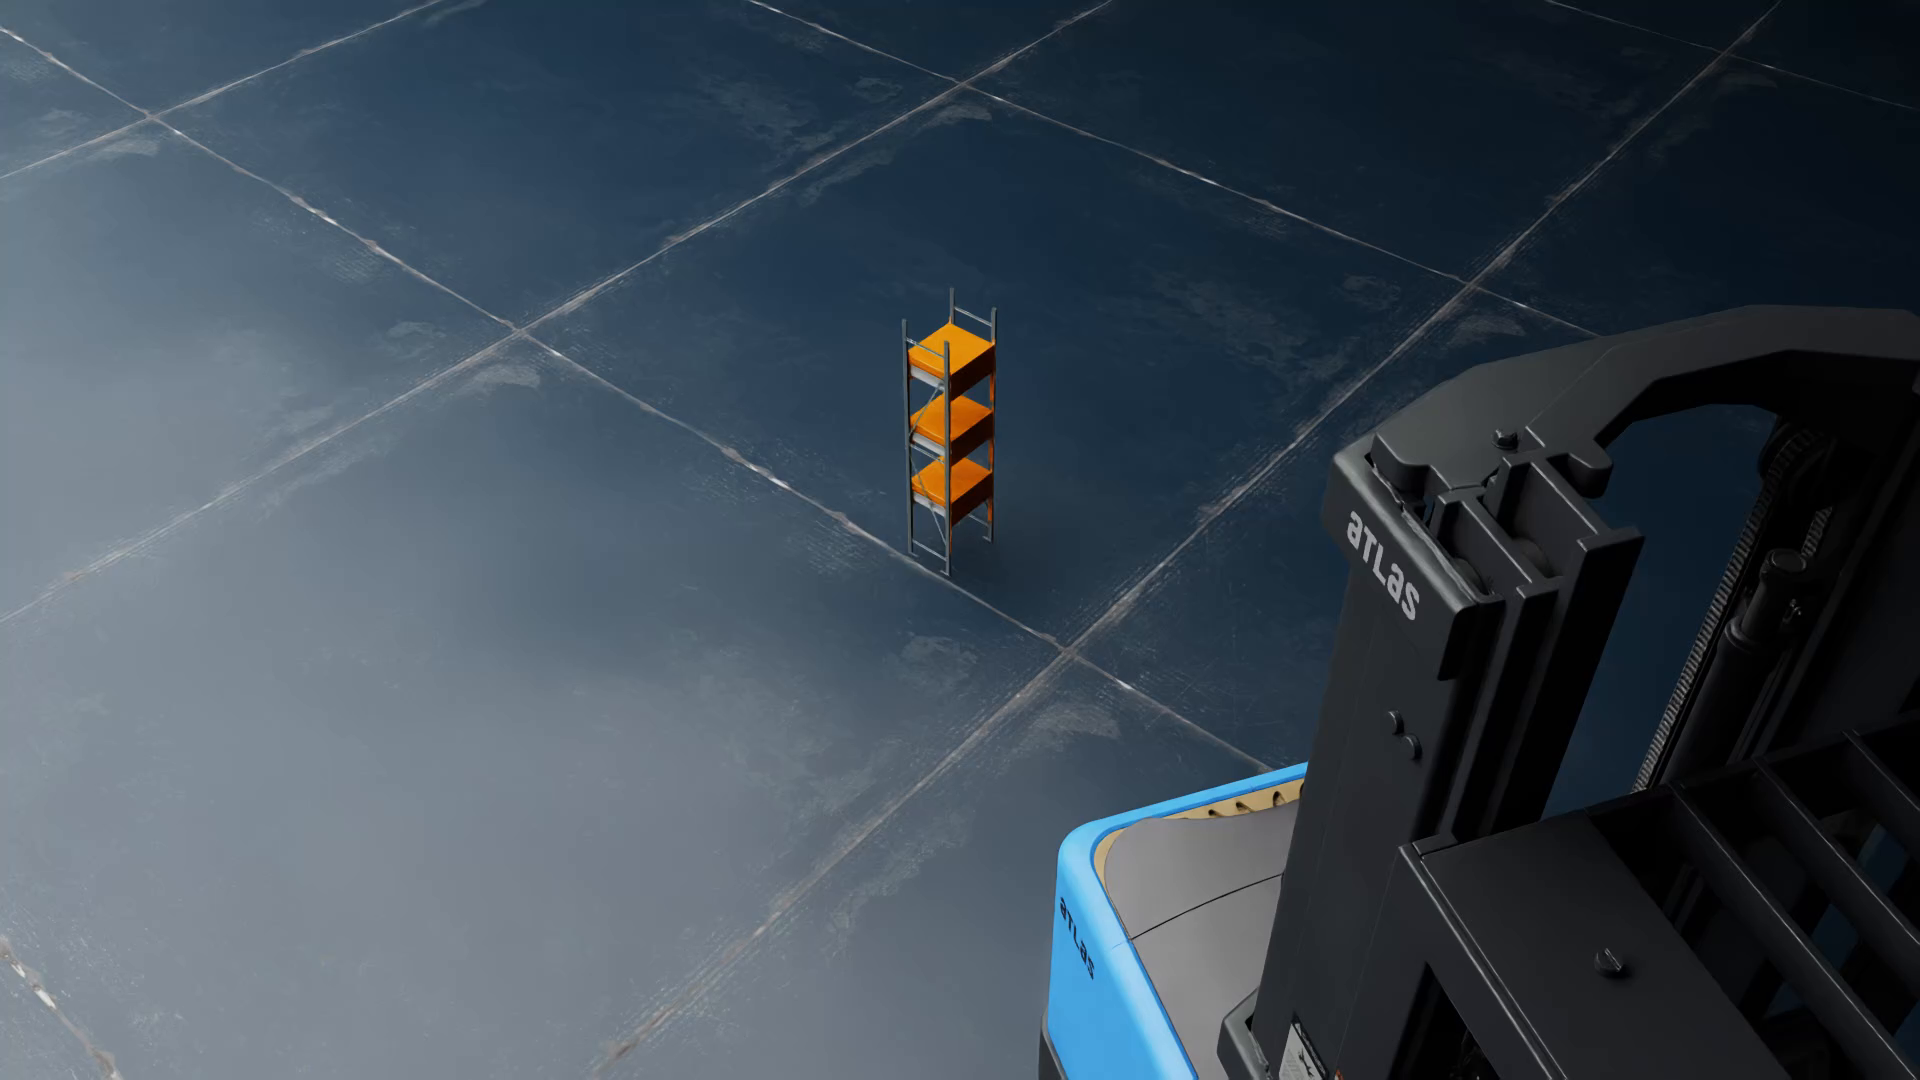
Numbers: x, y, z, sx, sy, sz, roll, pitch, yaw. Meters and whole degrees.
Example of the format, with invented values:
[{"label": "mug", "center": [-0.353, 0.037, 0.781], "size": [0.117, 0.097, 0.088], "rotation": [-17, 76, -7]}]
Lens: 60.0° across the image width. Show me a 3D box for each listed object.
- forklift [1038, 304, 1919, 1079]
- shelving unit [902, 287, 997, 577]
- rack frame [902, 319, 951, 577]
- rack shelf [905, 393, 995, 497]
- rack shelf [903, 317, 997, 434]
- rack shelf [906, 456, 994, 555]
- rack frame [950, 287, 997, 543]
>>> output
[{"label": "forklift", "center": [1.170, 1.228, 2.721], "size": [1.130, 2.935, 3.031], "rotation": [-13, 44, -14]}, {"label": "shelving unit", "center": [-0.034, -0.361, 5.867], "size": [0.215, 1.050, 0.252], "rotation": [29, 50, 28]}, {"label": "rack frame", "center": [-0.113, -0.298, 5.797], "size": [0.200, 1.050, 0.008], "rotation": [29, 50, 28]}, {"label": "rack shelf", "center": [-0.034, -0.353, 5.874], "size": [0.215, 0.259, 0.240], "rotation": [29, 50, 28]}, {"label": "rack shelf", "center": [-0.034, -0.563, 5.683], "size": [0.215, 0.259, 0.240], "rotation": [29, 50, 28]}, {"label": "rack shelf", "center": [-0.034, -0.147, 6.061], "size": [0.215, 0.259, 0.240], "rotation": [29, 50, 28]}, {"label": "rack frame", "center": [0.044, -0.424, 5.936], "size": [0.200, 1.050, 0.008], "rotation": [29, 50, 28]}]
